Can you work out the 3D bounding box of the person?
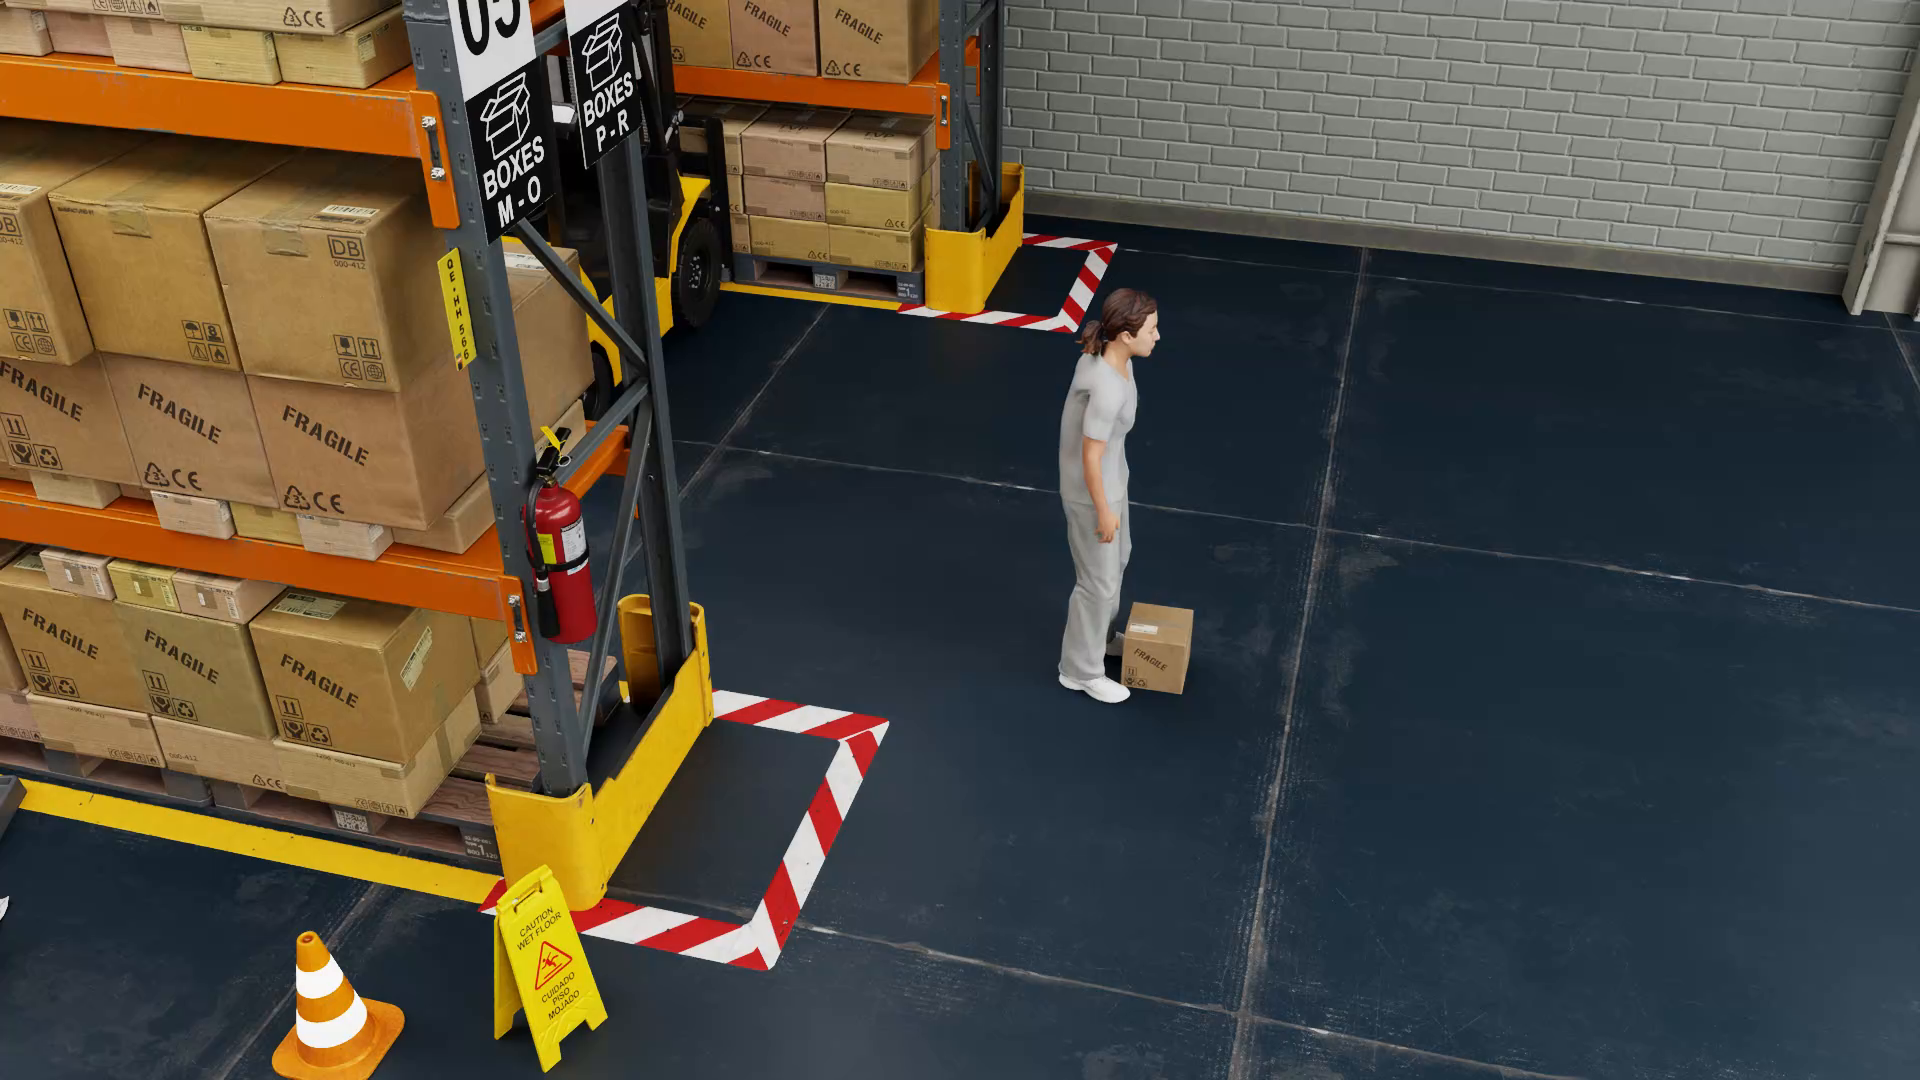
[{"bbox_3d":[0.561,-0.189,6.433,0.361,1.671,0.514,6,33,9],"label":"person"}]
